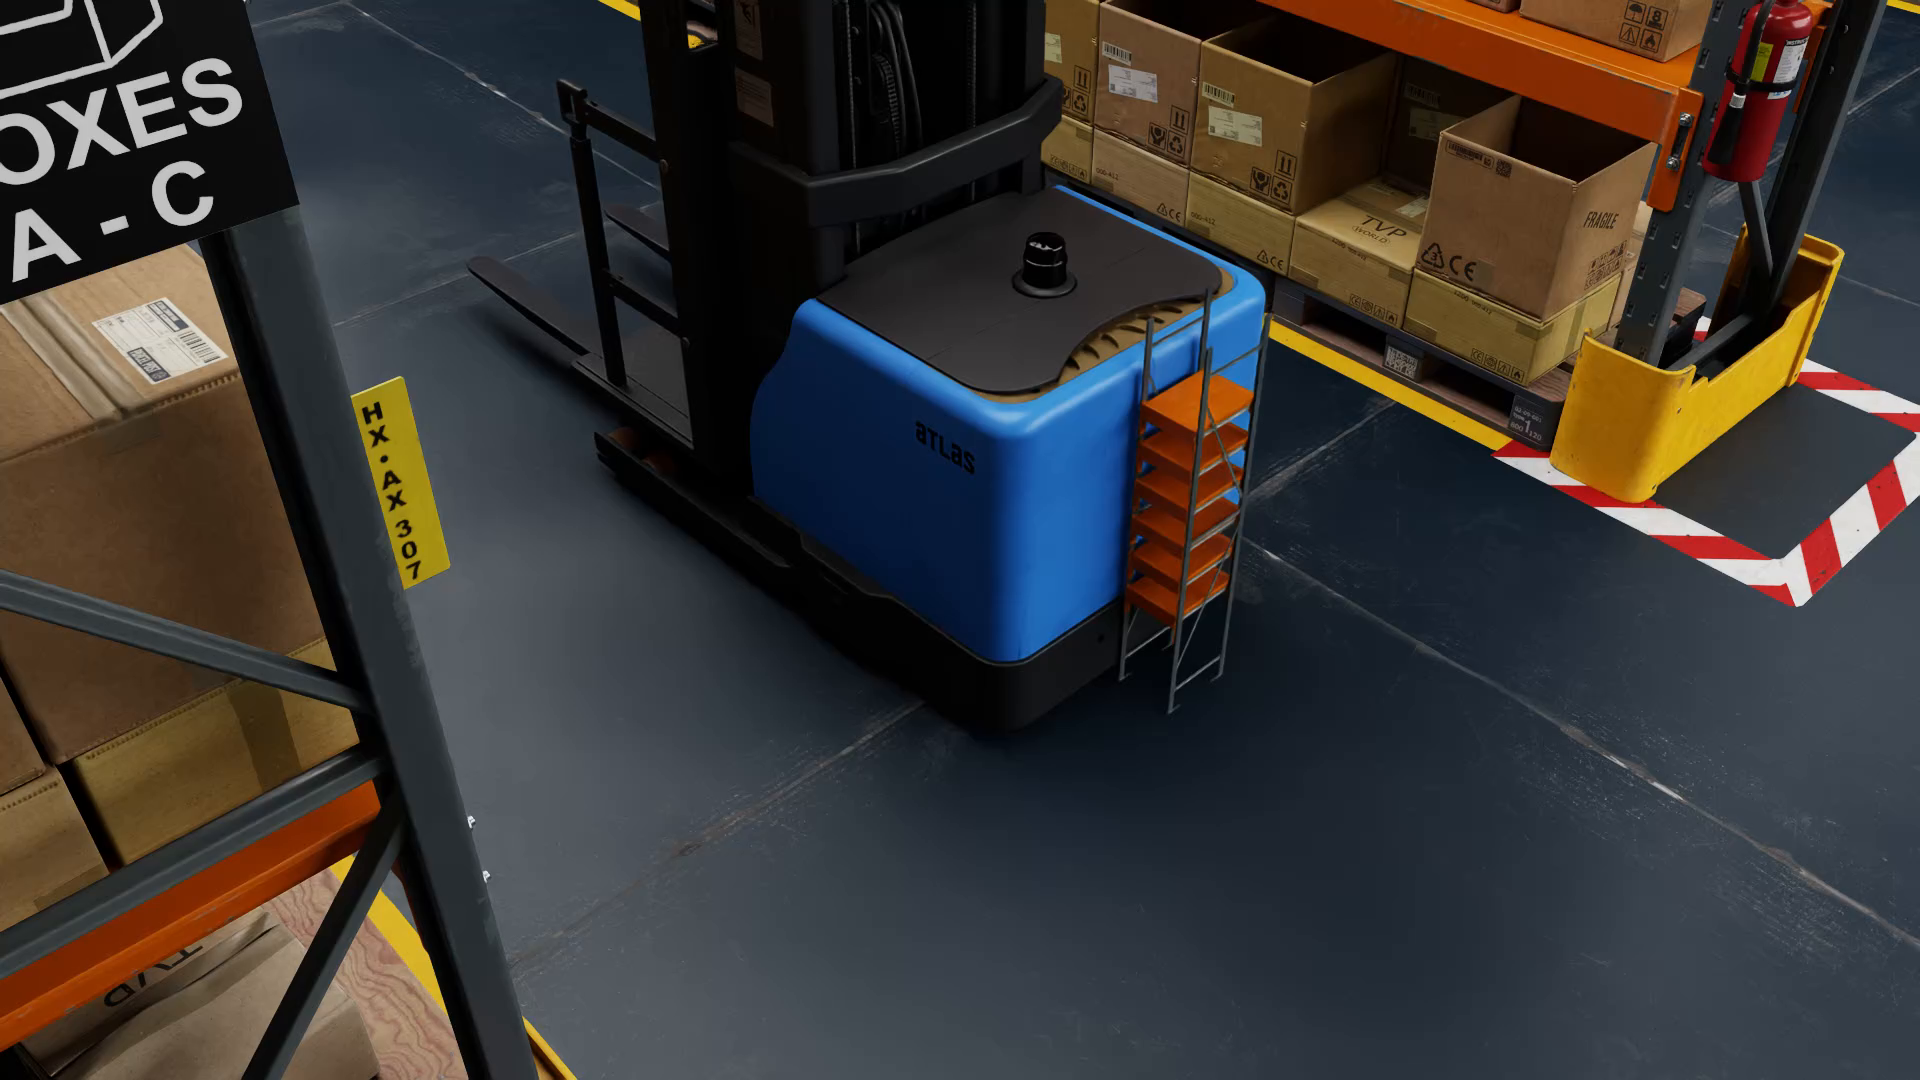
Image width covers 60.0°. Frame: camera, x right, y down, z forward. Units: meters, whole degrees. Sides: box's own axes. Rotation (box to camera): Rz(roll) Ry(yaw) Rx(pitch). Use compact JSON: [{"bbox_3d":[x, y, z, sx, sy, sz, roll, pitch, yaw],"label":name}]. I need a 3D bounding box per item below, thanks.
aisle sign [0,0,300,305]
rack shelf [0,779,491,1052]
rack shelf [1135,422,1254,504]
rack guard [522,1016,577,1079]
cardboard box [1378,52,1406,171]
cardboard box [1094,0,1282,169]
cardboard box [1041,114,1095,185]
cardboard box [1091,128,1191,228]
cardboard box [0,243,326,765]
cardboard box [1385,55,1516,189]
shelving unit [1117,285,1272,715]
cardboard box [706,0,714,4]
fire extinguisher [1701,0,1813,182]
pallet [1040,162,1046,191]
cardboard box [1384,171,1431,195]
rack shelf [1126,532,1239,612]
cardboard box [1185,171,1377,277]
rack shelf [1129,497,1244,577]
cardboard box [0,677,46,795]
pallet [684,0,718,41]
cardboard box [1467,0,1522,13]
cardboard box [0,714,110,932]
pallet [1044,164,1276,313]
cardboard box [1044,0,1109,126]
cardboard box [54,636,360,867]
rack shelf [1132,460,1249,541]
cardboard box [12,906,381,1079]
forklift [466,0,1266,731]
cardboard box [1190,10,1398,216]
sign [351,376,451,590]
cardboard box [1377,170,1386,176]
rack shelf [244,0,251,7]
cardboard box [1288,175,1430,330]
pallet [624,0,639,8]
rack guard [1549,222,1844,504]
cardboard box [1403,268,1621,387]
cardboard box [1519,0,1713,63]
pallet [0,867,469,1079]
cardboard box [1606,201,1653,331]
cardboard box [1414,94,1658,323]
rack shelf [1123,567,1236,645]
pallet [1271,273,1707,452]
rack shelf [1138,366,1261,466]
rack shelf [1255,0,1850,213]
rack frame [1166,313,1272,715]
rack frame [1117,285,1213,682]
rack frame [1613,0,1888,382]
[{"bbox_3d":[-0.898,-0.606,1.543,0.394,0.787,0.004,-30,48,-32],"label":"aisle sign"},{"bbox_3d":[-2.520,-0.146,3.616,1.077,0.370,4.000,-30,48,-32],"label":"rack shelf"},{"bbox_3d":[0.602,-0.224,4.261,0.258,0.103,0.180,-31,48,-32],"label":"rack shelf"},{"bbox_3d":[-1.219,1.437,3.073,1.175,0.500,0.348,-30,48,-32],"label":"rack guard"},{"bbox_3d":[1.593,-1.791,6.338,0.500,0.500,0.500,-30,48,-32],"label":"cardboard box"},{"bbox_3d":[0.873,-1.802,6.352,0.500,0.500,0.500,-30,48,-32],"label":"cardboard box"},{"bbox_3d":[0.533,-1.741,6.873,0.500,0.250,0.500,-30,48,-32],"label":"cardboard box"},{"bbox_3d":[0.875,-1.512,6.589,0.500,0.250,0.500,-30,48,-32],"label":"cardboard box"},{"bbox_3d":[-1.269,-0.090,2.481,0.500,0.500,0.500,-30,48,-32],"label":"cardboard box"},{"bbox_3d":[1.940,-1.566,6.058,0.500,0.500,0.500,-30,48,-32],"label":"cardboard box"},{"bbox_3d":[0.602,-0.072,4.384,0.258,1.200,0.189,-31,48,-32],"label":"shelving unit"},{"bbox_3d":[-1.061,-2.855,8.252,0.500,0.250,0.500,-31,48,-32],"label":"cardboard box"},{"bbox_3d":[2.217,-1.325,4.564,0.296,0.674,0.183,-30,48,-32],"label":"fire extinguisher"},{"bbox_3d":[0.280,-1.987,7.543,1.003,0.211,1.213,-30,48,-32],"label":"pallet"},{"bbox_3d":[1.939,-1.273,6.293,0.500,0.250,0.500,-30,48,-32],"label":"cardboard box"},{"bbox_3d":[0.602,0.056,4.487,0.258,0.103,0.180,-31,48,-32],"label":"rack shelf"},{"bbox_3d":[1.212,-1.280,6.302,0.500,0.250,0.500,-30,48,-32],"label":"cardboard box"},{"bbox_3d":[0.602,-0.037,4.412,0.258,0.103,0.180,-31,48,-32],"label":"rack shelf"},{"bbox_3d":[-1.643,0.131,2.207,0.500,0.500,0.500,-31,48,-32],"label":"cardboard box"},{"bbox_3d":[-0.754,-2.698,8.422,1.003,0.211,1.213,-30,48,-32],"label":"pallet"},{"bbox_3d":[1.814,-2.108,5.393,0.700,0.500,0.500,-29,47,-31],"label":"cardboard box"},{"bbox_3d":[-1.626,0.417,2.450,0.500,0.250,0.500,-29,47,-31],"label":"cardboard box"},{"bbox_3d":[1.110,-1.423,6.843,1.003,0.211,1.213,-30,48,-32],"label":"pallet"},{"bbox_3d":[0.533,-2.033,6.637,0.500,0.500,0.500,-30,48,-32],"label":"cardboard box"},{"bbox_3d":[-1.264,0.190,2.731,0.500,0.250,0.500,-31,48,-33],"label":"cardboard box"},{"bbox_3d":[0.602,-0.130,4.336,0.258,0.103,0.180,-31,48,-32],"label":"rack shelf"},{"bbox_3d":[-1.569,1.016,3.394,0.500,0.311,0.500,29,47,31],"label":"cardboard box"},{"bbox_3d":[-0.551,-1.457,4.721,1.130,2.935,3.031,-31,48,-32],"label":"forklift"},{"bbox_3d":[1.210,-1.571,6.065,0.500,0.500,0.500,-30,48,-32],"label":"cardboard box"},{"bbox_3d":[-0.768,-0.067,2.257,0.100,0.325,0.005,-30,48,-32],"label":"sign"},{"bbox_3d":[1.601,-1.505,6.580,0.500,0.250,0.500,-30,48,-32],"label":"cardboard box"},{"bbox_3d":[-2.520,-1.313,2.673,1.077,0.370,4.000,-30,48,-32],"label":"rack shelf"},{"bbox_3d":[1.551,-1.049,6.016,0.500,0.250,0.500,-30,48,-32],"label":"cardboard box"},{"bbox_3d":[-1.583,-3.262,9.121,1.003,0.211,1.213,-30,48,-32],"label":"pallet"},{"bbox_3d":[2.495,-0.623,5.624,1.175,0.500,0.348,-30,48,-32],"label":"rack guard"},{"bbox_3d":[1.898,-0.823,5.736,0.500,0.250,0.500,-30,48,-32],"label":"cardboard box"},{"bbox_3d":[2.172,-1.867,5.095,0.700,0.500,0.500,-30,48,-32],"label":"cardboard box"},{"bbox_3d":[-1.742,1.159,3.647,1.003,0.211,1.213,-30,48,-32],"label":"pallet"},{"bbox_3d":[2.280,-1.043,6.009,0.500,0.250,0.500,-30,48,-32],"label":"cardboard box"},{"bbox_3d":[1.897,-1.114,5.499,0.500,0.500,0.500,-30,48,-32],"label":"cardboard box"},{"bbox_3d":[0.602,0.150,4.562,0.258,0.103,0.180,-31,48,-32],"label":"rack shelf"},{"bbox_3d":[1.931,-0.858,6.144,1.003,0.211,1.213,-30,48,-32],"label":"pallet"},{"bbox_3d":[0.602,-0.317,4.185,0.258,0.103,0.180,-31,48,-32],"label":"rack shelf"},{"bbox_3d":[1.126,-2.253,6.224,1.077,0.370,4.000,-30,48,-32],"label":"rack shelf"},{"bbox_3d":[0.665,-0.030,4.332,0.240,1.200,0.006,-31,48,-32],"label":"rack frame"},{"bbox_3d":[0.539,-0.113,4.435,0.240,1.200,0.006,-31,48,-32],"label":"rack frame"},{"bbox_3d":[2.479,-1.607,4.852,1.000,3.000,0.127,-30,48,-32],"label":"rack frame"}]
